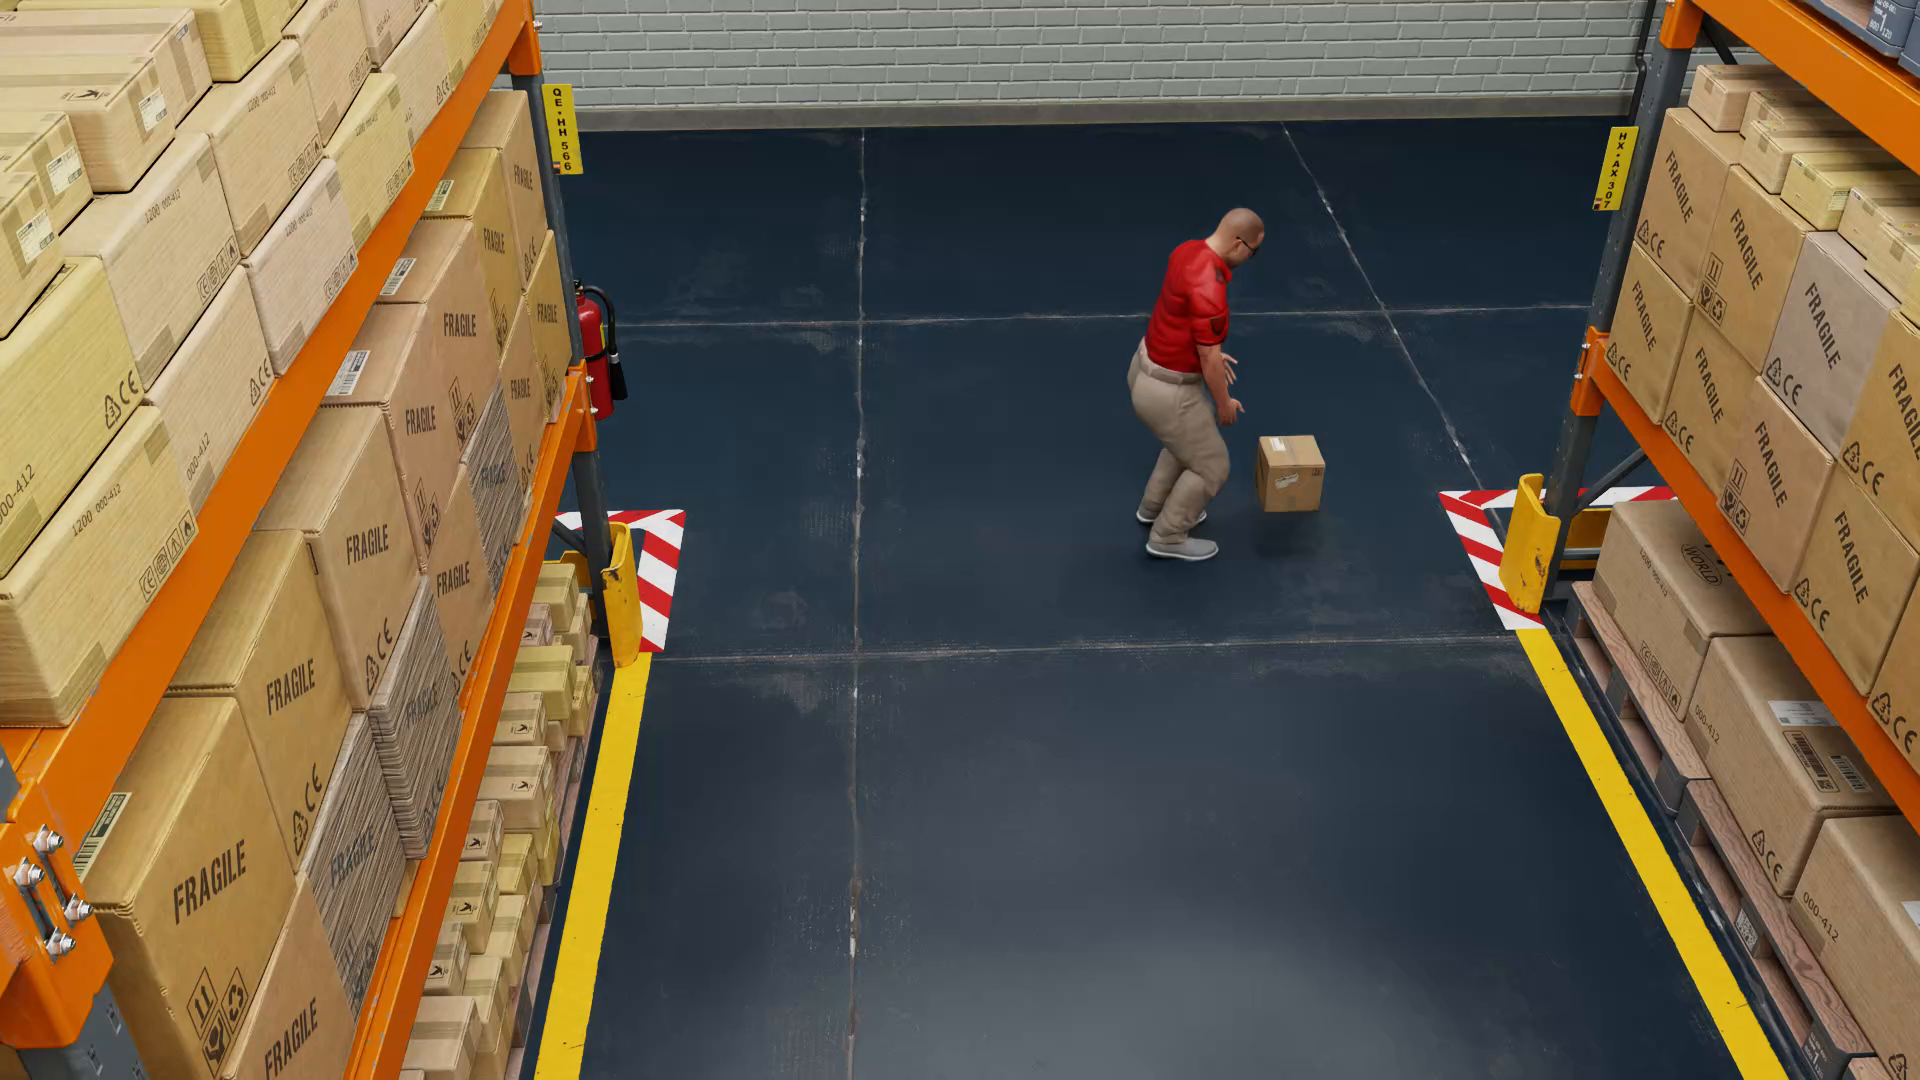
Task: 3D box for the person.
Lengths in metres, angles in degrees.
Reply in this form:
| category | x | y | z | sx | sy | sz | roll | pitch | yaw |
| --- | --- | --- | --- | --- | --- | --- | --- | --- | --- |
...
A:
| category | x | y | z | sx | sy | sz | roll | pitch | yaw |
| --- | --- | --- | --- | --- | --- | --- | --- | --- | --- |
| person | 0.996 | -0.689 | 7.266 | 0.526 | 1.602 | 0.575 | -1 | 35 | -1 |
